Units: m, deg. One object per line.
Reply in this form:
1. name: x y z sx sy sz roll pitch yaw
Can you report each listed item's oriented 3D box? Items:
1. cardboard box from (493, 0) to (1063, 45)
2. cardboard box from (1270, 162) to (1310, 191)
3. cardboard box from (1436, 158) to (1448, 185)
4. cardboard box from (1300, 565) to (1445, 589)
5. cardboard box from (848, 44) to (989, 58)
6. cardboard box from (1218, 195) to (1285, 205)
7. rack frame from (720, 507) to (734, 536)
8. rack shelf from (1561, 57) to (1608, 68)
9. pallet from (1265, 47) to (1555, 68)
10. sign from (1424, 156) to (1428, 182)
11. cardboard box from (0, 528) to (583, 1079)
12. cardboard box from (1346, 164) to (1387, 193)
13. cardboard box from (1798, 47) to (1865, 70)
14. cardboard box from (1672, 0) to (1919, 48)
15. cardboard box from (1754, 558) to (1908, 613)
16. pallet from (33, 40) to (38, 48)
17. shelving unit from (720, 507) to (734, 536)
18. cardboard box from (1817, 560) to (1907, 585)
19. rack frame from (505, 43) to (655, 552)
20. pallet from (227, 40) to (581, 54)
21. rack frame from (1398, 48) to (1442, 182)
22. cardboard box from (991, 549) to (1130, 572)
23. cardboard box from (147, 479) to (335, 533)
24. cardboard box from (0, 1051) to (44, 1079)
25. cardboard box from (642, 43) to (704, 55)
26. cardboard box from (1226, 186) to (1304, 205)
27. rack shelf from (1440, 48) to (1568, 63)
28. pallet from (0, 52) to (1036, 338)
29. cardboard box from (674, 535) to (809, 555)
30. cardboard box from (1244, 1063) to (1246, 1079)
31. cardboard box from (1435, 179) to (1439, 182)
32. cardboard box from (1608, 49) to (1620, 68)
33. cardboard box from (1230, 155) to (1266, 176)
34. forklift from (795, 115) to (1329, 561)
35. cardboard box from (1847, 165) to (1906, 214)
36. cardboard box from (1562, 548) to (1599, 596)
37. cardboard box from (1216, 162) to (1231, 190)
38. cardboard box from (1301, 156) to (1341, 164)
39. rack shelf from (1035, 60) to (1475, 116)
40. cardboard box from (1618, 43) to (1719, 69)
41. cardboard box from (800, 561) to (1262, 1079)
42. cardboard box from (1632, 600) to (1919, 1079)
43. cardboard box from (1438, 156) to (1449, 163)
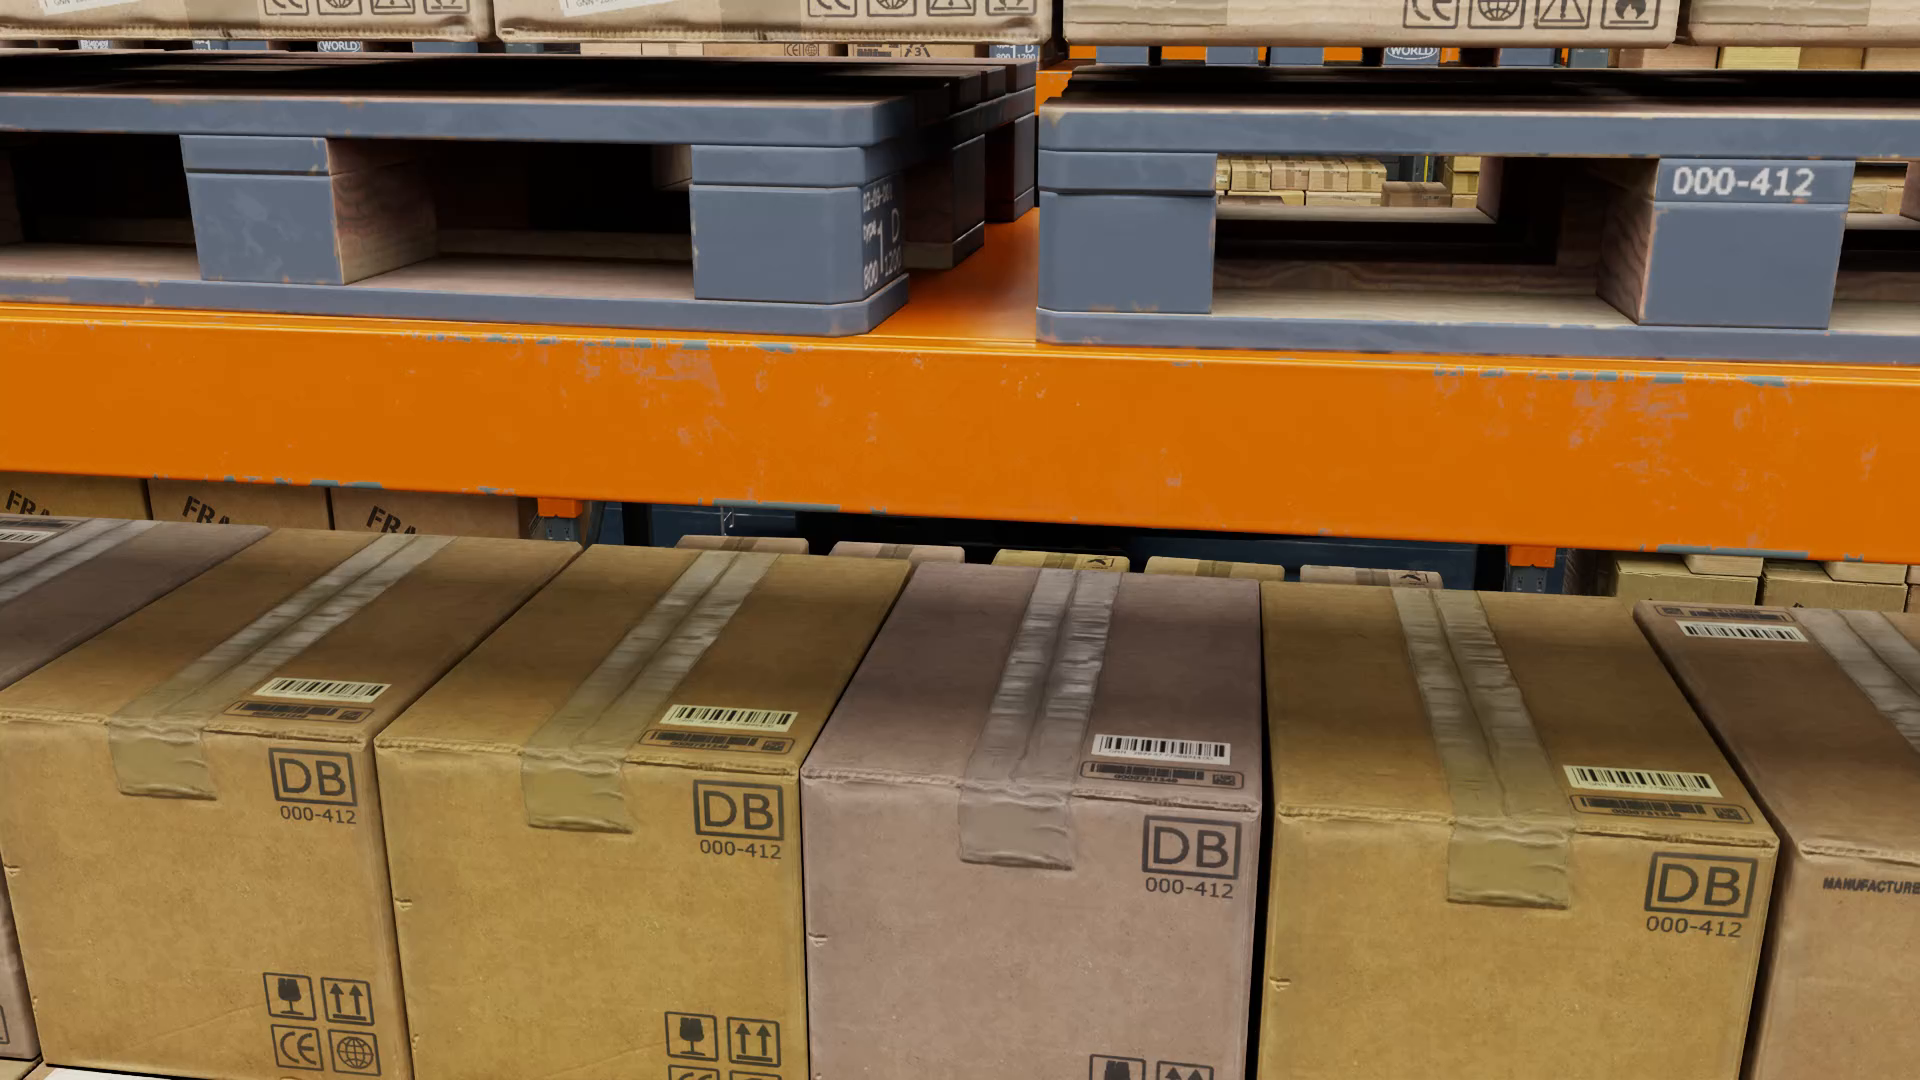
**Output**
1. cardboard box: -0.140 -0.662 1.649 0.500 0.311 0.500 2 19 7
2. cardboard box: 2.232 -2.466 11.267 0.250 0.149 0.380 3 19 9
3. cardboard box: 3.453 -2.547 11.507 0.250 0.149 0.380 3 19 8
4. cardboard box: 1.793 0.449 7.213 0.625 0.372 0.950 3 19 9
5. cardboard box: -0.128 -2.177 6.692 0.637 0.503 0.797 3 19 9
6. cardboard box: 1.137 -1.250 6.503 0.250 0.149 0.380 2 19 7
7. rack frame: -1.390 -0.621 9.768 0.015 1.200 0.240 2 19 6
8. rack shelf: 4.286 -1.553 6.123 4.000 0.370 1.077 3 19 9
9. pallet: 1.719 -1.970 6.532 1.003 0.211 1.213 3 19 9
10. sign: 3.018 -2.468 10.753 0.005 0.325 0.100 3 19 9
11. cardboard box: -0.875 0.337 2.336 0.500 0.500 0.700 3 19 8
12. cardboard box: 2.722 -2.430 11.159 0.250 0.149 0.380 4 19 11
13. cardboard box: 3.092 -1.774 6.048 0.250 0.149 0.380 3 19 9
14. cardboard box: 0.903 -0.600 1.558 0.500 0.250 0.500 3 19 9
15. cardboard box: 3.381 0.315 6.625 0.500 0.500 0.500 4 19 11
16. pallet: -4.674 -2.276 7.452 1.217 0.209 0.805 2 19 6
17. shelving unit: -1.148 -0.612 9.741 0.503 1.200 0.258 2 19 6
18. cardboard box: 3.473 0.034 6.441 0.250 0.149 0.380 4 19 11
19. rack frame: -1.638 -0.773 7.387 0.127 3.000 1.000 3 19 9
20. pallet: -2.282 -2.122 6.989 1.003 0.211 1.213 4 19 11
21. rack frame: 3.095 -2.127 11.434 0.127 3.000 1.000 3 19 9
22. cardboard box: 0.396 0.380 7.421 0.625 0.372 0.950 4 19 10
23. cardboard box: -3.187 -0.072 7.978 0.875 0.875 0.875 3 19 9
24. cardboard box: -1.421 0.867 2.327 0.500 0.500 0.500 3 19 8
25. cardboard box: -1.102 -2.050 6.688 0.258 0.266 0.396 3 19 9
26. cardboard box: 2.061 -2.262 11.284 0.500 0.250 0.500 2 19 7
27. rack shelf: 5.070 -3.108 10.771 4.000 0.370 1.077 3 19 9
28. pallet: -0.575 -0.479 2.079 1.213 0.211 1.003 4 19 11
29. cardboard box: -1.082 0.305 7.643 0.625 0.372 0.950 2 19 5
30. cardboard box: 0.569 0.968 2.024 0.500 0.500 0.500 3 19 8
31. cardboard box: 3.581 -2.237 11.604 0.500 0.500 0.500 3 19 8
32. cardboard box: 2.672 -1.955 6.588 0.250 0.149 0.380 3 19 9
33. cardboard box: 2.023 -2.616 11.716 0.250 0.149 0.380 3 19 8
34. forklift: 0.621 -1.367 9.269 3.031 2.935 1.130 2 19 6
35. cardboard box: 3.212 -1.112 6.198 0.500 0.500 0.700 3 19 9
36. cardboard box: 2.938 0.123 7.199 0.500 0.500 0.500 3 19 8
37. cardboard box: 1.702 -2.471 11.280 0.250 0.149 0.380 2 19 7
38. cardboard box: 2.525 -2.597 11.658 0.250 0.149 0.380 2 19 7
39. rack shelf: 0.337 -1.754 6.725 4.000 0.370 1.077 3 19 9
40. cardboard box: 2.583 -1.782 6.070 0.250 0.149 0.380 3 19 8
41. cardboard box: 0.128 0.388 2.182 0.500 0.500 0.700 3 19 9
42. cardboard box: 1.135 0.439 2.030 0.500 0.500 0.700 3 19 8
43. cardboard box: 3.458 -2.702 11.503 0.250 0.149 0.380 3 19 9
